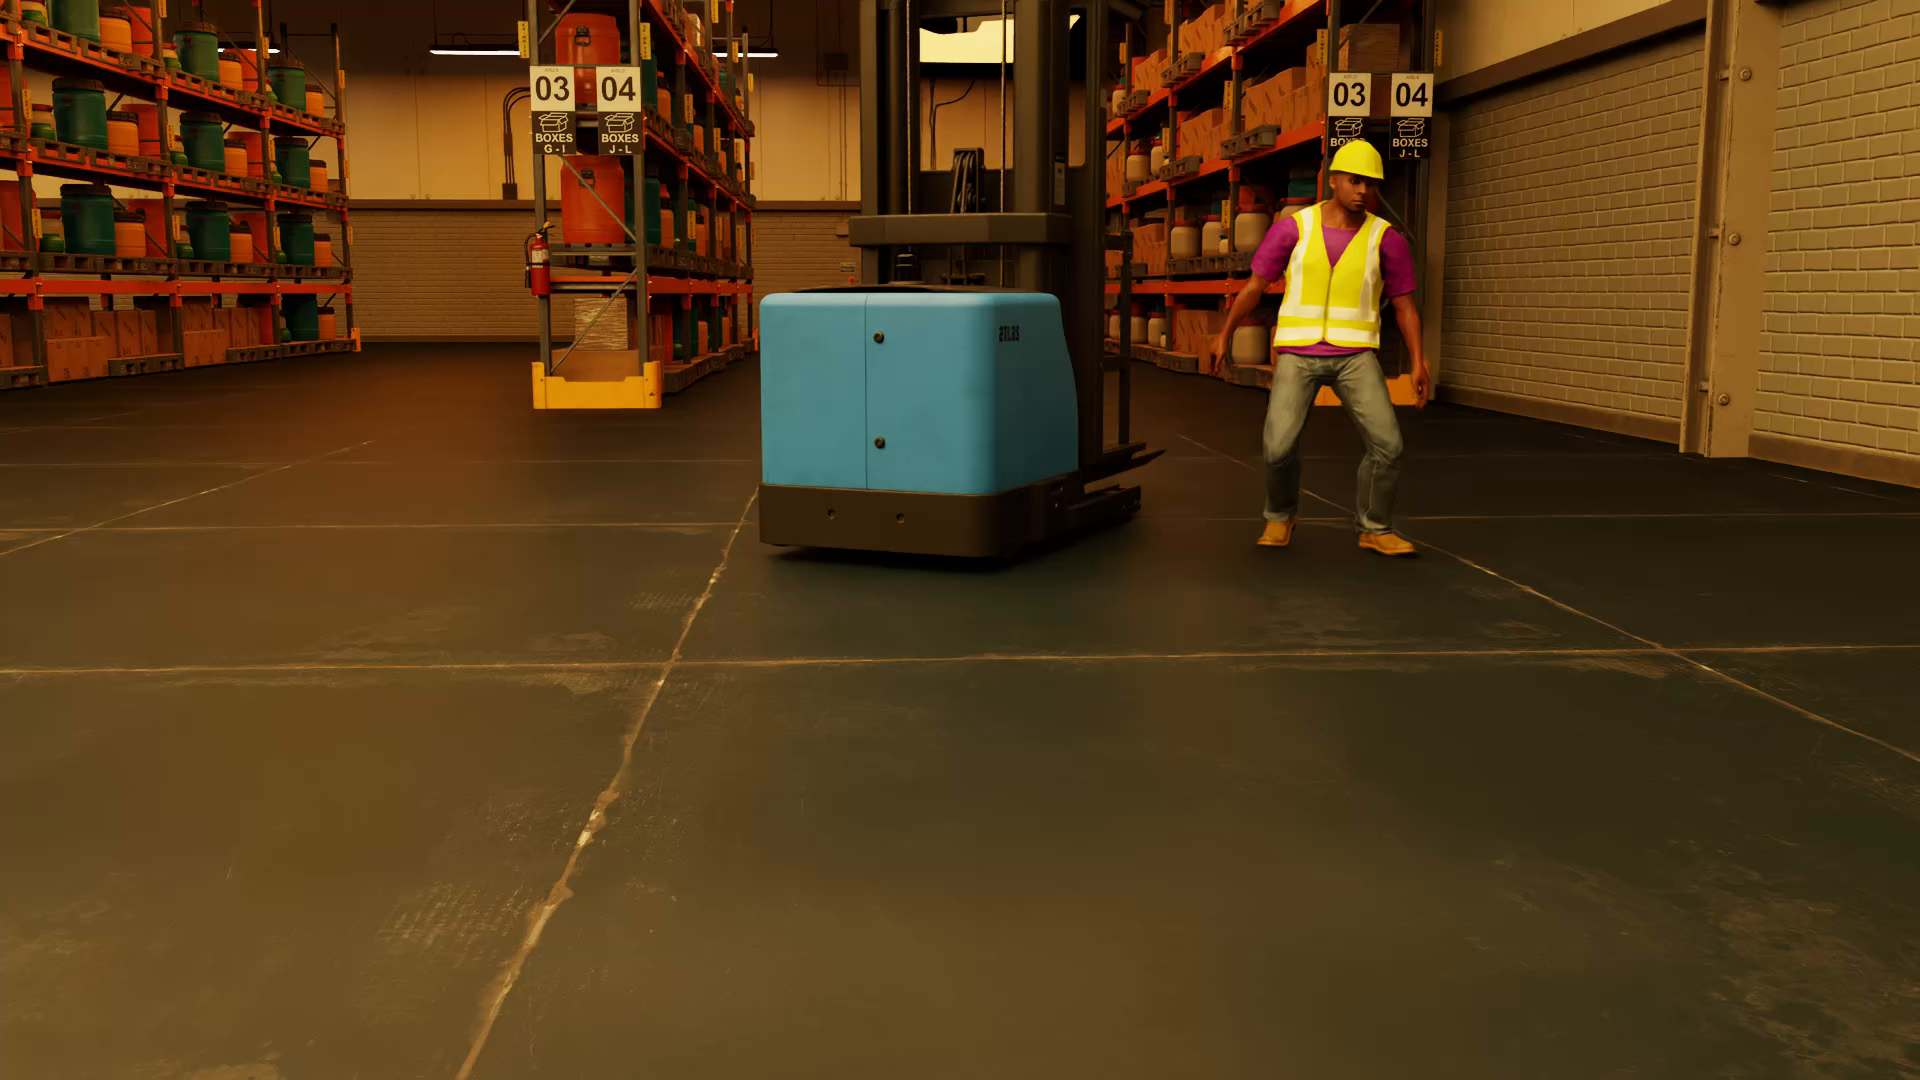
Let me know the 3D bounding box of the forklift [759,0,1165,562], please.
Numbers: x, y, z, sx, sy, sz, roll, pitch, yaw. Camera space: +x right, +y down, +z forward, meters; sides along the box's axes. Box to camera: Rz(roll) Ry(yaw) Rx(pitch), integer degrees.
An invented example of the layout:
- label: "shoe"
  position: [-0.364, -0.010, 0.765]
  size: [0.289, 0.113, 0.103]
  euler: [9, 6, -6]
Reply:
- label: "forklift"
  position: [0.224, -1.542, 7.716]
  size: [1.130, 2.935, 3.031]
  euler: [4, 9, 23]

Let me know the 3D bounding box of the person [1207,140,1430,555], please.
- label: "person"
  position: [1.488, -0.794, 6.930]
  size: [0.918, 1.688, 0.494]
  euler: [2, 9, 15]
